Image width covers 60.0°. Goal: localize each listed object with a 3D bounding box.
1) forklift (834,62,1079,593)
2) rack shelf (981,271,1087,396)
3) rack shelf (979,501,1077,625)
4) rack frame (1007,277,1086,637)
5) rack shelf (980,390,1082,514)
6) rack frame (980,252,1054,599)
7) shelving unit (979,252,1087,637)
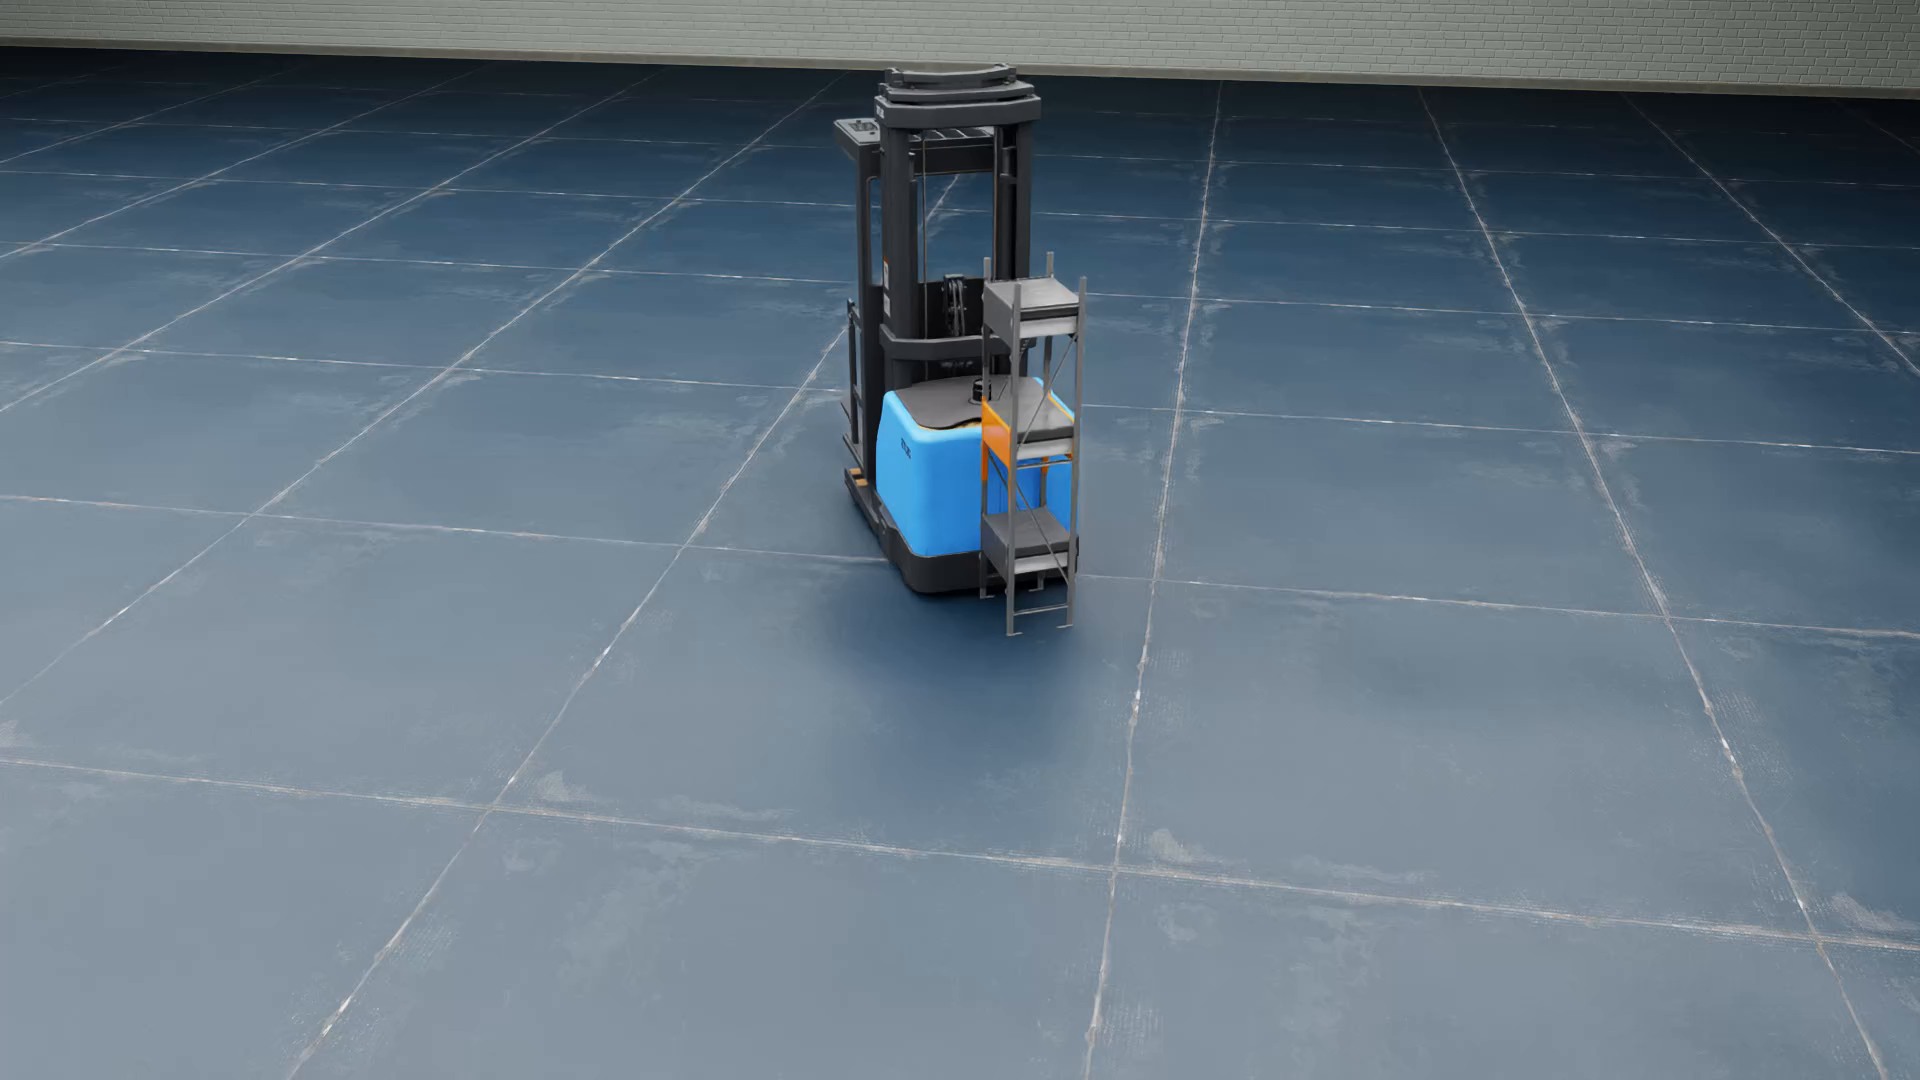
[{"bbox_3d":[-0.166,-1.613,10.739,1.130,2.935,3.031,-7,26,-14],"label":"forklift"},{"bbox_3d":[0.396,-1.132,9.064,0.431,0.518,0.480,-8,27,-16],"label":"rack shelf"},{"bbox_3d":[0.388,0.126,9.677,0.431,0.518,0.480,-8,27,-16],"label":"rack shelf"},{"bbox_3d":[0.467,-0.413,9.156,0.400,2.100,0.015,-8,27,-16],"label":"rack frame"},{"bbox_3d":[0.392,-0.503,9.370,0.431,0.518,0.480,-8,27,-16],"label":"rack shelf"},{"bbox_3d":[0.317,-0.617,9.573,0.400,2.100,0.015,-8,27,-16],"label":"rack frame"},{"bbox_3d":[0.392,-0.515,9.364,0.431,2.100,0.503,-8,27,-16],"label":"shelving unit"}]
